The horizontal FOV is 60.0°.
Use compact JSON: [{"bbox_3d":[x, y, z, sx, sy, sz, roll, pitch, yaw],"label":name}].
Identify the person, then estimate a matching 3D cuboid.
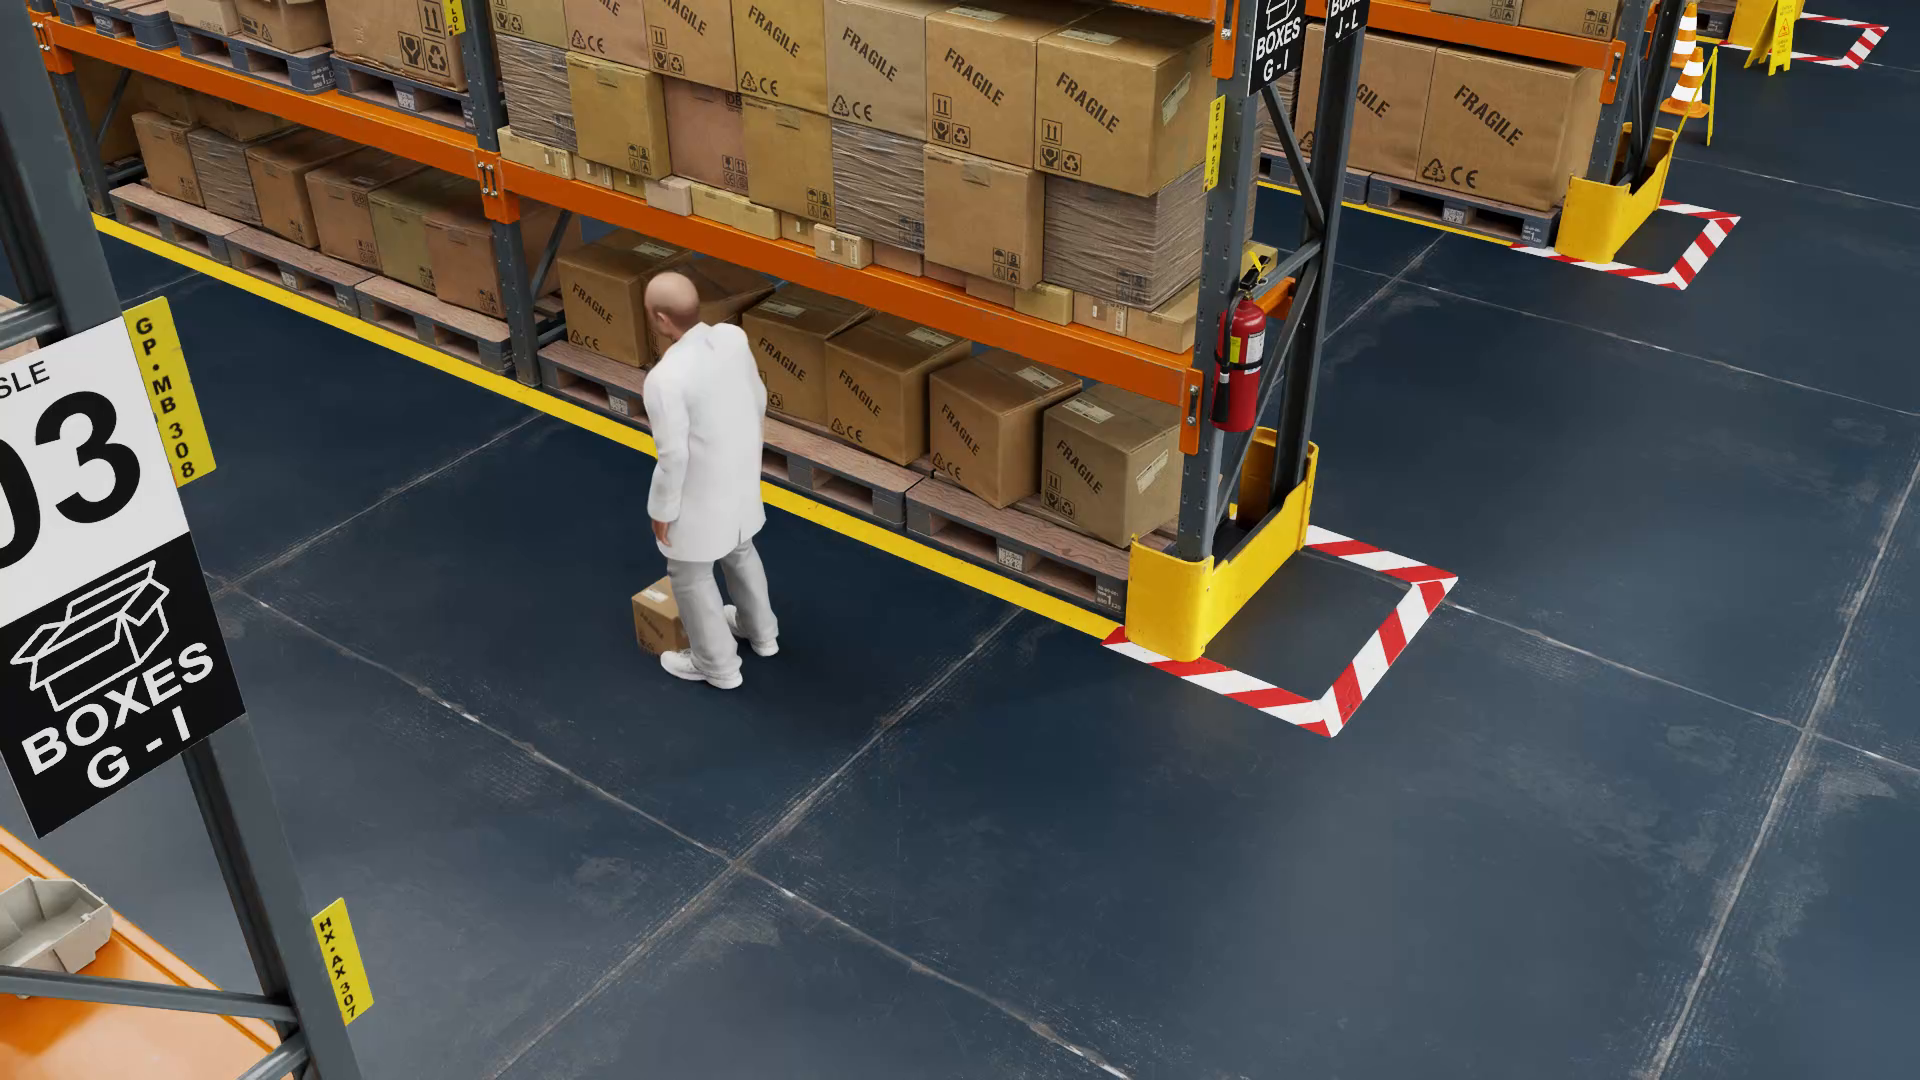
[{"bbox_3d":[-0.989,-0.219,6.481,0.428,1.772,0.642,19,39,26],"label":"person"}]
